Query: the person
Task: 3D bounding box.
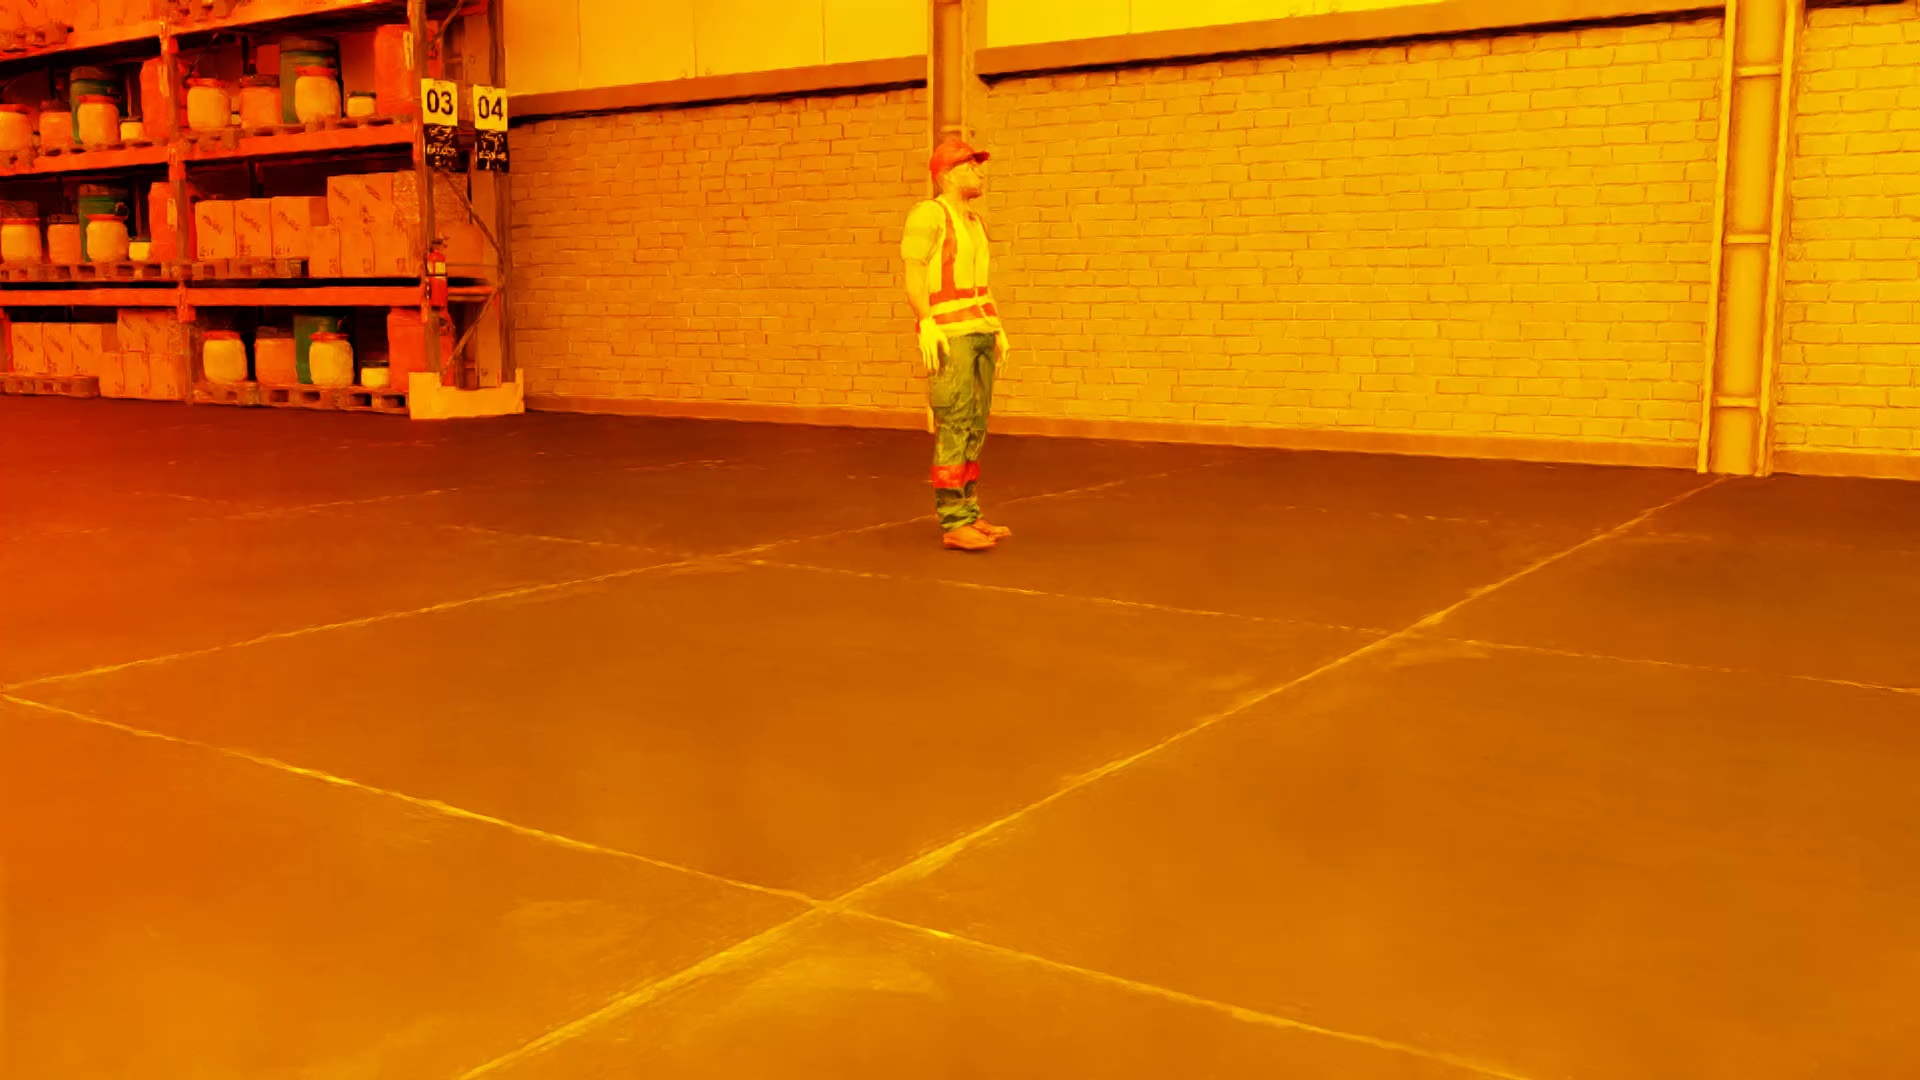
[{"bbox_3d":[0.061,-0.885,7.423,0.563,1.787,0.637,5,10,34],"label":"person"}]
